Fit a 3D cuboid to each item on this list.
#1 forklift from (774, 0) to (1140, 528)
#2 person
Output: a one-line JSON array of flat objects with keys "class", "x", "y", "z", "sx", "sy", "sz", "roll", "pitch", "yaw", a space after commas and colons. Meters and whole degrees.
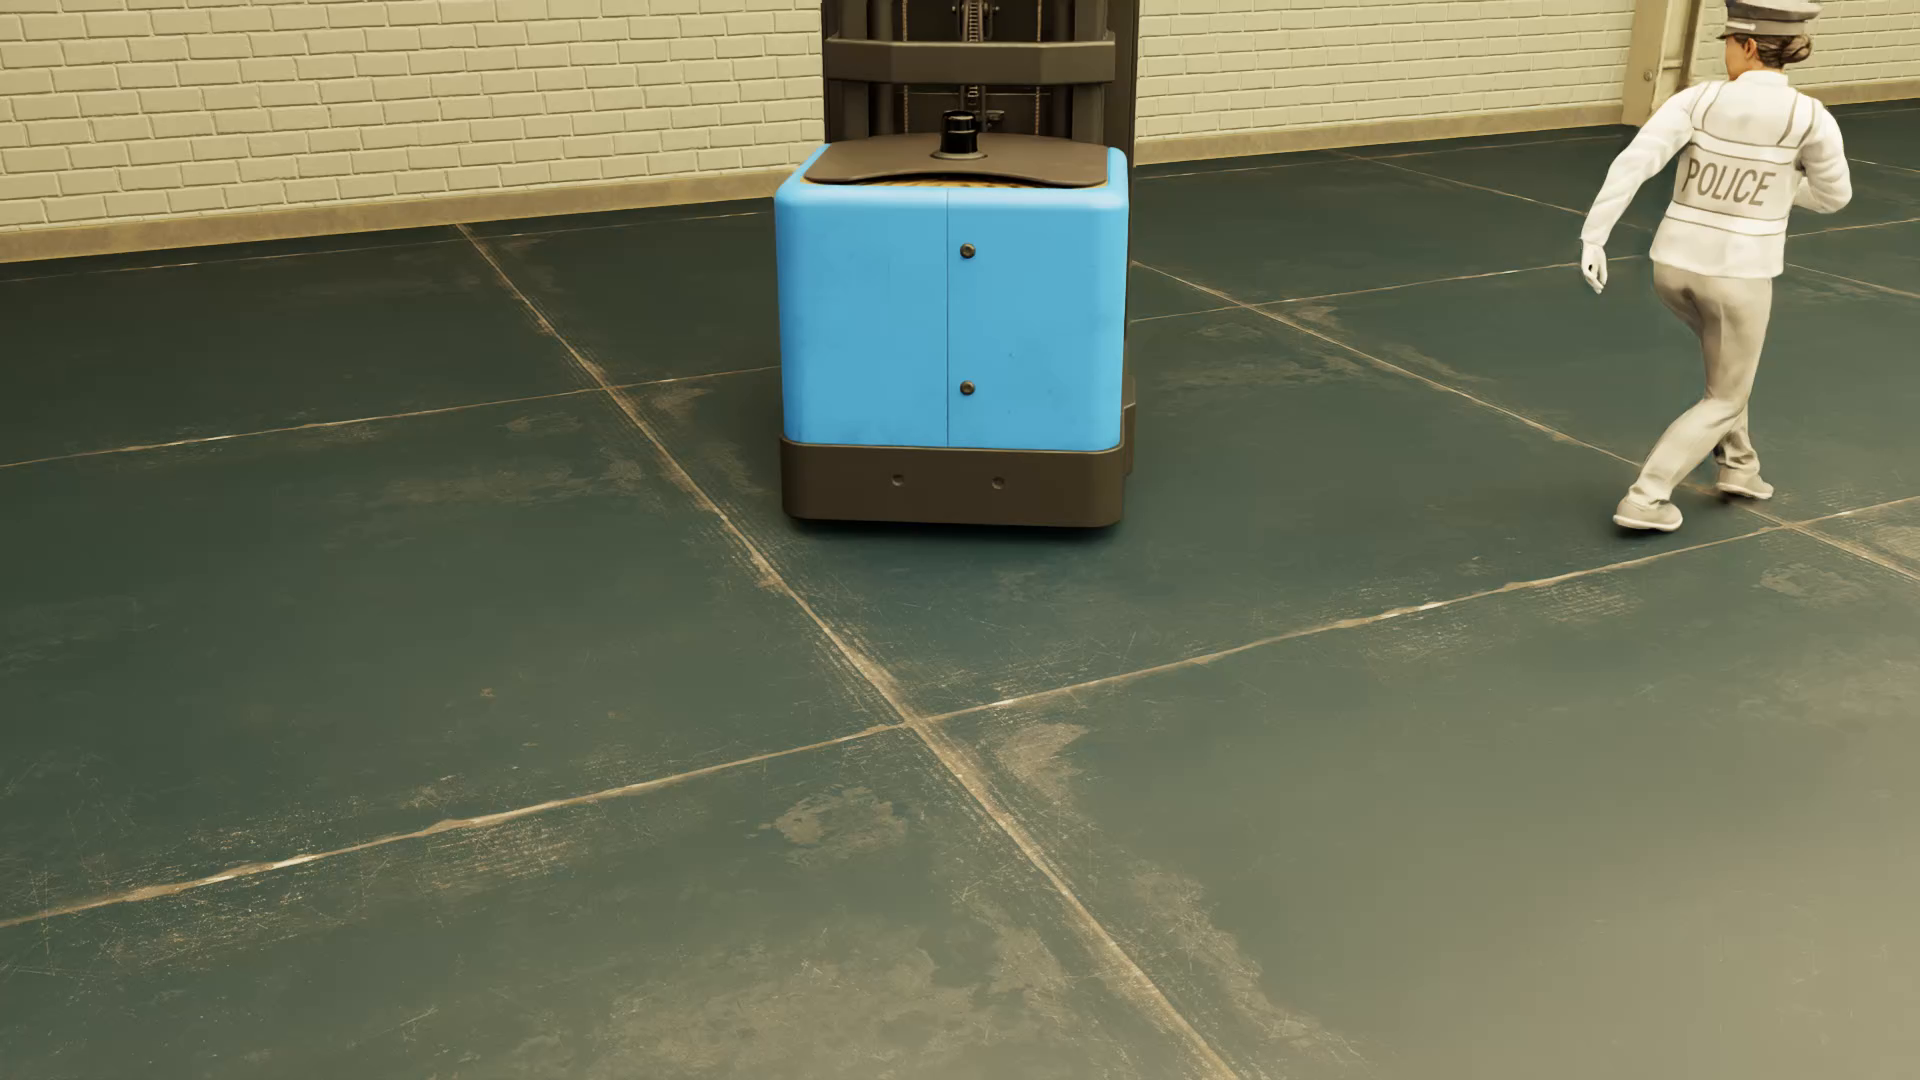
[{"class": "forklift", "x": 0.089, "y": -1.916, "z": 5.898, "sx": 1.130, "sy": 2.935, "sz": 3.031, "roll": 2, "pitch": 23, "yaw": 4}, {"class": "person", "x": 2.306, "y": -0.804, "z": 5.014, "sx": 0.889, "sy": 1.620, "sz": 0.513, "roll": -15, "pitch": 27, "yaw": -32}]
